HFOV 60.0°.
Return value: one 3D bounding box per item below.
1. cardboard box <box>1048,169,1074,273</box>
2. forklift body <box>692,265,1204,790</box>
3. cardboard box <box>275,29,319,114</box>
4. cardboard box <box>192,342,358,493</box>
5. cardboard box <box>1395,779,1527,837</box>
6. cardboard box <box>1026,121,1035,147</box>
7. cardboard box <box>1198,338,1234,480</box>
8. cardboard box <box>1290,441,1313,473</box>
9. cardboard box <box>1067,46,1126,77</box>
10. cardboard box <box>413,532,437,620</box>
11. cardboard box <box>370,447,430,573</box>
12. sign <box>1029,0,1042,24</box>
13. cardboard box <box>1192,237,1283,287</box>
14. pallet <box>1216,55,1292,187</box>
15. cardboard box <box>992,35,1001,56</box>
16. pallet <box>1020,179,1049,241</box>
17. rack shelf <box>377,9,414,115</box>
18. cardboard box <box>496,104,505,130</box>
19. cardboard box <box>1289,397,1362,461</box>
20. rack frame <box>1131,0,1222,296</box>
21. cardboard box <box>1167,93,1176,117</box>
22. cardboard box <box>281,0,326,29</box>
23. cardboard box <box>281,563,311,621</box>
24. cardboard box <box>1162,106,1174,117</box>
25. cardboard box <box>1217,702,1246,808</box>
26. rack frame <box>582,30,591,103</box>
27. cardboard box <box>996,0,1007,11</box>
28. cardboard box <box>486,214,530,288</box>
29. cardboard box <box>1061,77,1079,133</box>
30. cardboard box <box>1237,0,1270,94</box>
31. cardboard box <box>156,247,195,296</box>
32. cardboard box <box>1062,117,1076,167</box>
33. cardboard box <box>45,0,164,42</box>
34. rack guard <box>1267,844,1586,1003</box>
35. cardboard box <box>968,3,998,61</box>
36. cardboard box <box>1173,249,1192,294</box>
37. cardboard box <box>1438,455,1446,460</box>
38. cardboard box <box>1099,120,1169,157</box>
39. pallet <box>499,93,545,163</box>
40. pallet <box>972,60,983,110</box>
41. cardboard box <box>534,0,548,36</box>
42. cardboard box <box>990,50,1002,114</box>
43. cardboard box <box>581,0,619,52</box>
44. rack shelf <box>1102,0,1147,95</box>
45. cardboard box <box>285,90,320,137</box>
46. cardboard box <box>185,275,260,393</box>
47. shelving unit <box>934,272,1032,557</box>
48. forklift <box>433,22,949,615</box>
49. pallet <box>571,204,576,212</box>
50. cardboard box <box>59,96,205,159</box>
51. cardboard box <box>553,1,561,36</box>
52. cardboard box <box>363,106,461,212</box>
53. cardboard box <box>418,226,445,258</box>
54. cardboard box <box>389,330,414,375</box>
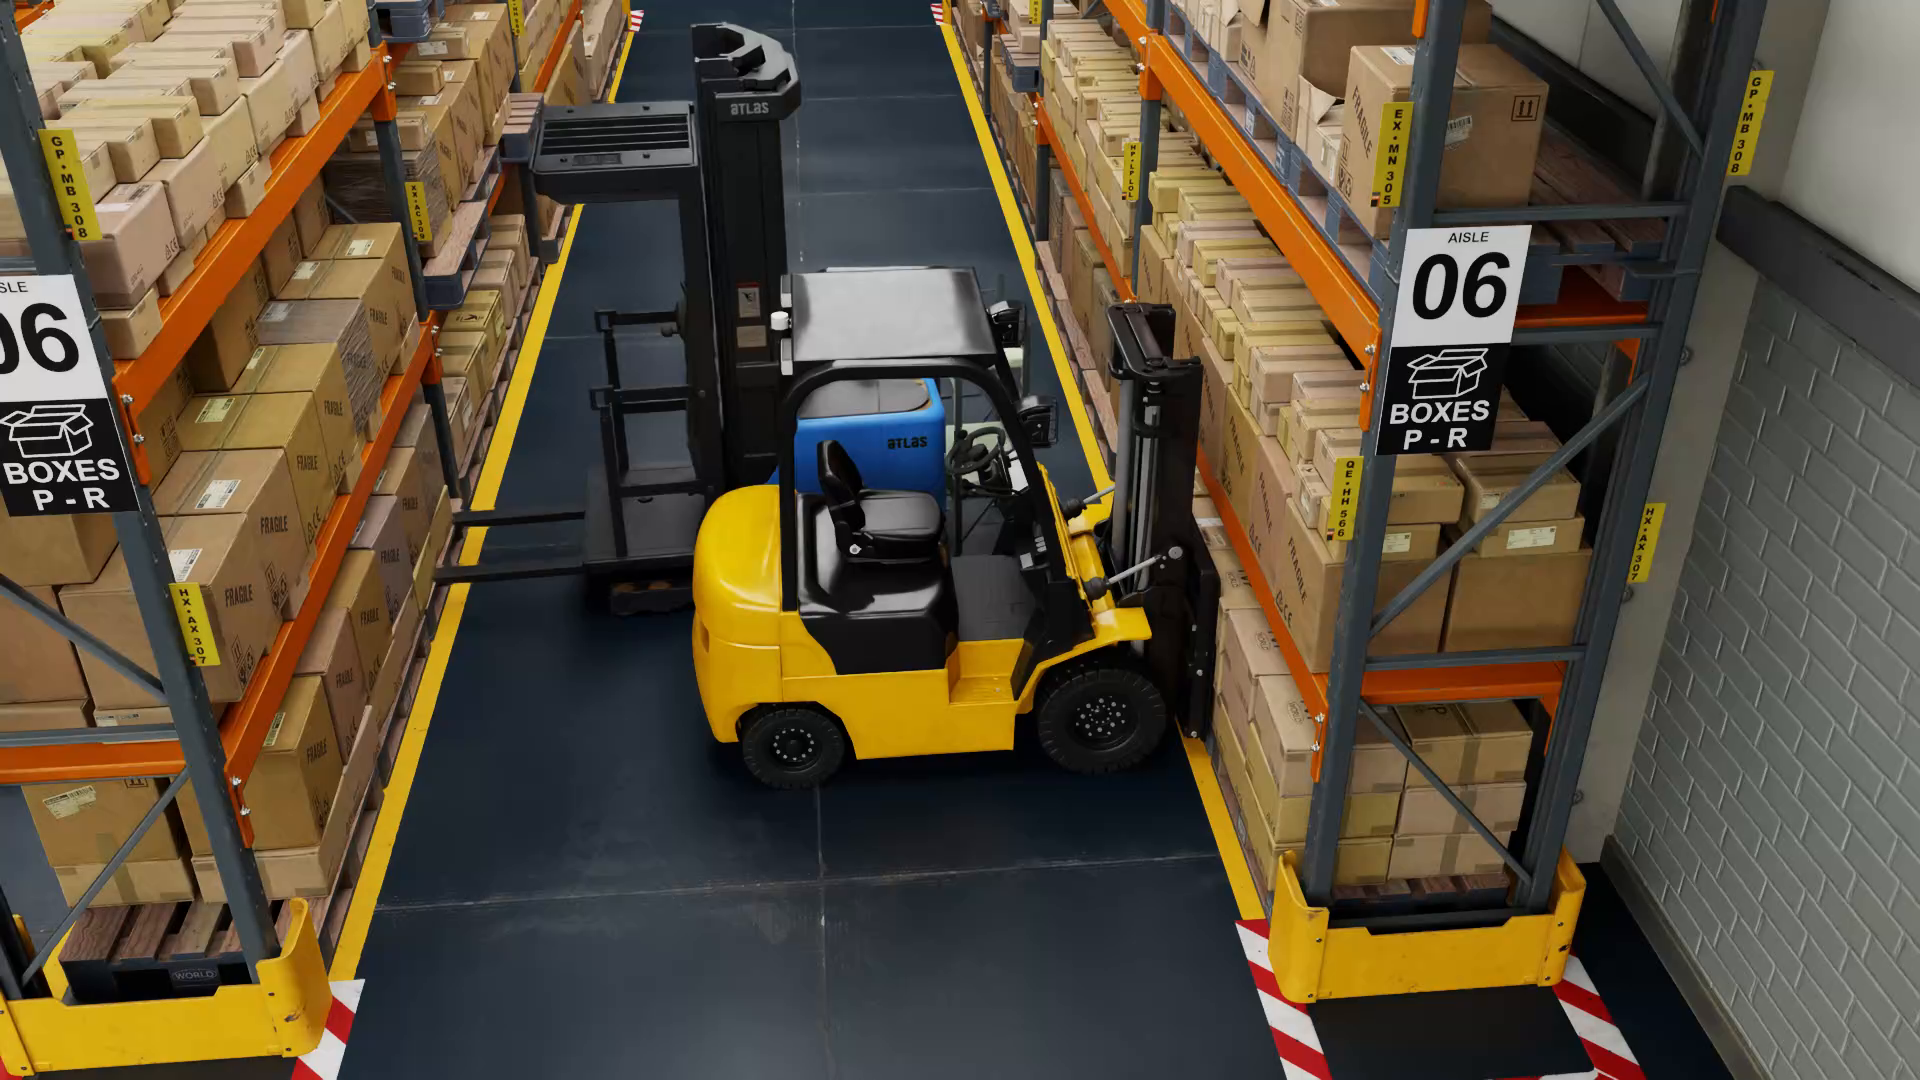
[{"bbox_3d":[1.161,-2.486,12.894,0.875,0.625,0.625,-2,31,-3],"label":"cardboard box"},{"bbox_3d":[-0.130,-0.077,7.781,2.313,2.155,1.214,-3,31,-5],"label":"forklift body"},{"bbox_3d":[-3.061,-1.982,7.075,0.500,0.250,0.500,-3,31,-5],"label":"cardboard box"},{"bbox_3d":[-3.002,-0.530,7.325,0.500,0.500,0.500,-3,31,-6],"label":"cardboard box"},{"bbox_3d":[2.026,0.975,6.977,0.500,0.250,0.500,-2,31,-4],"label":"cardboard box"},{"bbox_3d":[0.761,-3.408,13.927,0.380,0.149,0.250,-4,31,-7],"label":"cardboard box"},{"bbox_3d":[1.411,-0.625,7.774,0.500,0.500,0.500,-3,31,-4],"label":"cardboard box"},{"bbox_3d":[1.535,-0.310,6.614,0.380,0.149,0.250,-2,31,-4],"label":"cardboard box"},{"bbox_3d":[0.965,-3.390,11.771,0.380,0.149,0.250,-2,31,-4],"label":"cardboard box"},{"bbox_3d":[-3.069,0.198,8.766,0.500,0.250,0.500,-4,31,-6],"label":"cardboard box"},{"bbox_3d":[-3.080,-0.136,8.593,0.500,0.500,0.500,-2,31,-4],"label":"cardboard box"},{"bbox_3d":[0.576,-4.077,12.599,0.100,0.325,0.005,-3,31,-5],"label":"sign"},{"bbox_3d":[1.344,-1.348,8.062,0.380,0.149,0.250,-3,31,-5],"label":"cardboard box"},{"bbox_3d":[1.706,-1.797,6.994,1.003,0.211,1.213,-3,31,-5],"label":"pallet"},{"bbox_3d":[0.511,-4.877,16.385,0.380,0.149,0.250,-1,31,-2],"label":"cardboard box"},{"bbox_3d":[1.084,-2.831,14.284,1.003,0.211,1.213,-3,31,-5],"label":"pallet"},{"bbox_3d":[-3.639,-3.363,10.232,1.077,0.370,4.000,-3,31,-5],"label":"rack shelf"},{"bbox_3d":[-3.380,-2.933,11.571,0.380,0.149,0.250,-4,31,-7],"label":"cardboard box"},{"bbox_3d":[1.515,-0.439,6.540,0.380,0.149,0.250,-2,31,-3],"label":"cardboard box"},{"bbox_3d":[1.490,-1.603,9.508,1.000,3.000,0.127,-3,31,-5],"label":"rack frame"},{"bbox_3d":[1.574,-2.894,10.941,0.380,0.149,0.250,-2,31,-4],"label":"cardboard box"},{"bbox_3d":[-3.014,-2.341,7.287,0.380,0.149,0.250,-2,31,-3],"label":"cardboard box"},{"bbox_3d":[-2.864,0.205,6.728,0.380,0.149,0.250,-2,31,-4],"label":"cardboard box"},{"bbox_3d":[1.567,-2.805,11.180,0.500,0.250,0.500,-3,31,-6],"label":"cardboard box"},{"bbox_3d":[1.468,0.961,7.489,0.500,0.250,0.500,-3,31,-5],"label":"cardboard box"},{"bbox_3d":[-4.199,-5.447,15.945,1.000,3.000,0.127,-3,31,-5],"label":"rack frame"},{"bbox_3d":[0.686,-4.987,14.668,0.700,0.500,0.500,-3,31,-5],"label":"cardboard box"},{"bbox_3d":[-3.783,-2.168,12.608,0.950,0.372,0.625,-5,31,-8],"label":"cardboard box"},{"bbox_3d":[0.991,-3.033,11.562,0.500,0.250,0.500,-4,31,-6],"label":"cardboard box"},{"bbox_3d":[1.567,-2.158,6.906,0.797,0.503,0.637,-2,31,-3],"label":"cardboard box"},{"bbox_3d":[-2.890,-0.952,5.739,0.380,0.149,0.250,-2,31,-3],"label":"cardboard box"},{"bbox_3d":[1.011,-2.822,11.697,0.500,0.250,0.500,-4,31,-6],"label":"cardboard box"},{"bbox_3d":[-3.607,-2.182,7.021,0.380,0.149,0.250,-4,31,-6],"label":"cardboard box"},{"bbox_3d":[1.866,1.525,6.710,1.175,0.500,0.348,-3,31,-5],"label":"rack guard"},{"bbox_3d":[0.469,-5.551,18.147,0.700,0.500,0.500,-4,31,-6],"label":"cardboard box"},{"bbox_3d":[1.285,-1.355,8.364,0.380,0.149,0.250,-2,31,-3],"label":"cardboard box"},{"bbox_3d":[1.986,-0.320,6.631,0.380,0.149,0.250,-3,31,-5],"label":"cardboard box"},{"bbox_3d":[1.067,-2.474,10.237,0.380,0.149,0.250,-4,31,-6],"label":"cardboard box"},{"bbox_3d":[-3.653,-2.964,11.975,1.213,0.211,1.003,-3,31,-5],"label":"pallet"},{"bbox_3d":[0.679,-4.840,17.649,1.003,0.211,1.213,-3,31,-5],"label":"pallet"},{"bbox_3d":[-3.709,-4.345,13.758,0.500,0.250,0.500,-3,31,-5],"label":"cardboard box"},{"bbox_3d":[0.563,-4.536,16.448,0.500,0.500,0.500,-1,31,-2],"label":"cardboard box"},{"bbox_3d":[-4.318,-5.771,18.576,0.875,0.438,0.875,-2,31,-3],"label":"cardboard box"},{"bbox_3d":[1.303,-3.603,10.633,1.077,0.370,4.000,-3,31,-5],"label":"rack shelf"},{"bbox_3d":[-3.037,-1.870,7.276,0.380,0.149,0.250,-2,31,-3],"label":"cardboard box"},{"bbox_3d":[-3.442,-0.946,7.047,0.700,0.500,0.500,-3,31,-5],"label":"cardboard box"},{"bbox_3d":[0.110,-0.652,9.380,0.431,1.500,0.755,-5,31,-8],"label":"shelving unit"},{"bbox_3d":[-1.627,-1.139,8.800,3.031,2.935,1.130,-5,31,-8],"label":"forklift"},{"bbox_3d":[-3.935,-3.235,14.961,1.003,0.211,1.213,-3,31,-5],"label":"pallet"},{"bbox_3d":[-2.859,-1.424,5.752,0.380,0.149,0.250,-3,31,-5],"label":"cardboard box"},{"bbox_3d":[-3.832,-4.647,14.752,0.500,0.250,0.500,-4,31,-6],"label":"cardboard box"},{"bbox_3d":[-3.258,-2.223,9.749,0.500,0.500,0.500,-3,31,-4],"label":"cardboard box"},{"bbox_3d":[-3.189,-1.733,9.562,0.380,0.149,0.250,-2,31,-4],"label":"cardboard box"},{"bbox_3d":[-3.088,-0.978,8.708,0.380,0.149,0.250,-2,31,-3],"label":"cardboard box"}]
